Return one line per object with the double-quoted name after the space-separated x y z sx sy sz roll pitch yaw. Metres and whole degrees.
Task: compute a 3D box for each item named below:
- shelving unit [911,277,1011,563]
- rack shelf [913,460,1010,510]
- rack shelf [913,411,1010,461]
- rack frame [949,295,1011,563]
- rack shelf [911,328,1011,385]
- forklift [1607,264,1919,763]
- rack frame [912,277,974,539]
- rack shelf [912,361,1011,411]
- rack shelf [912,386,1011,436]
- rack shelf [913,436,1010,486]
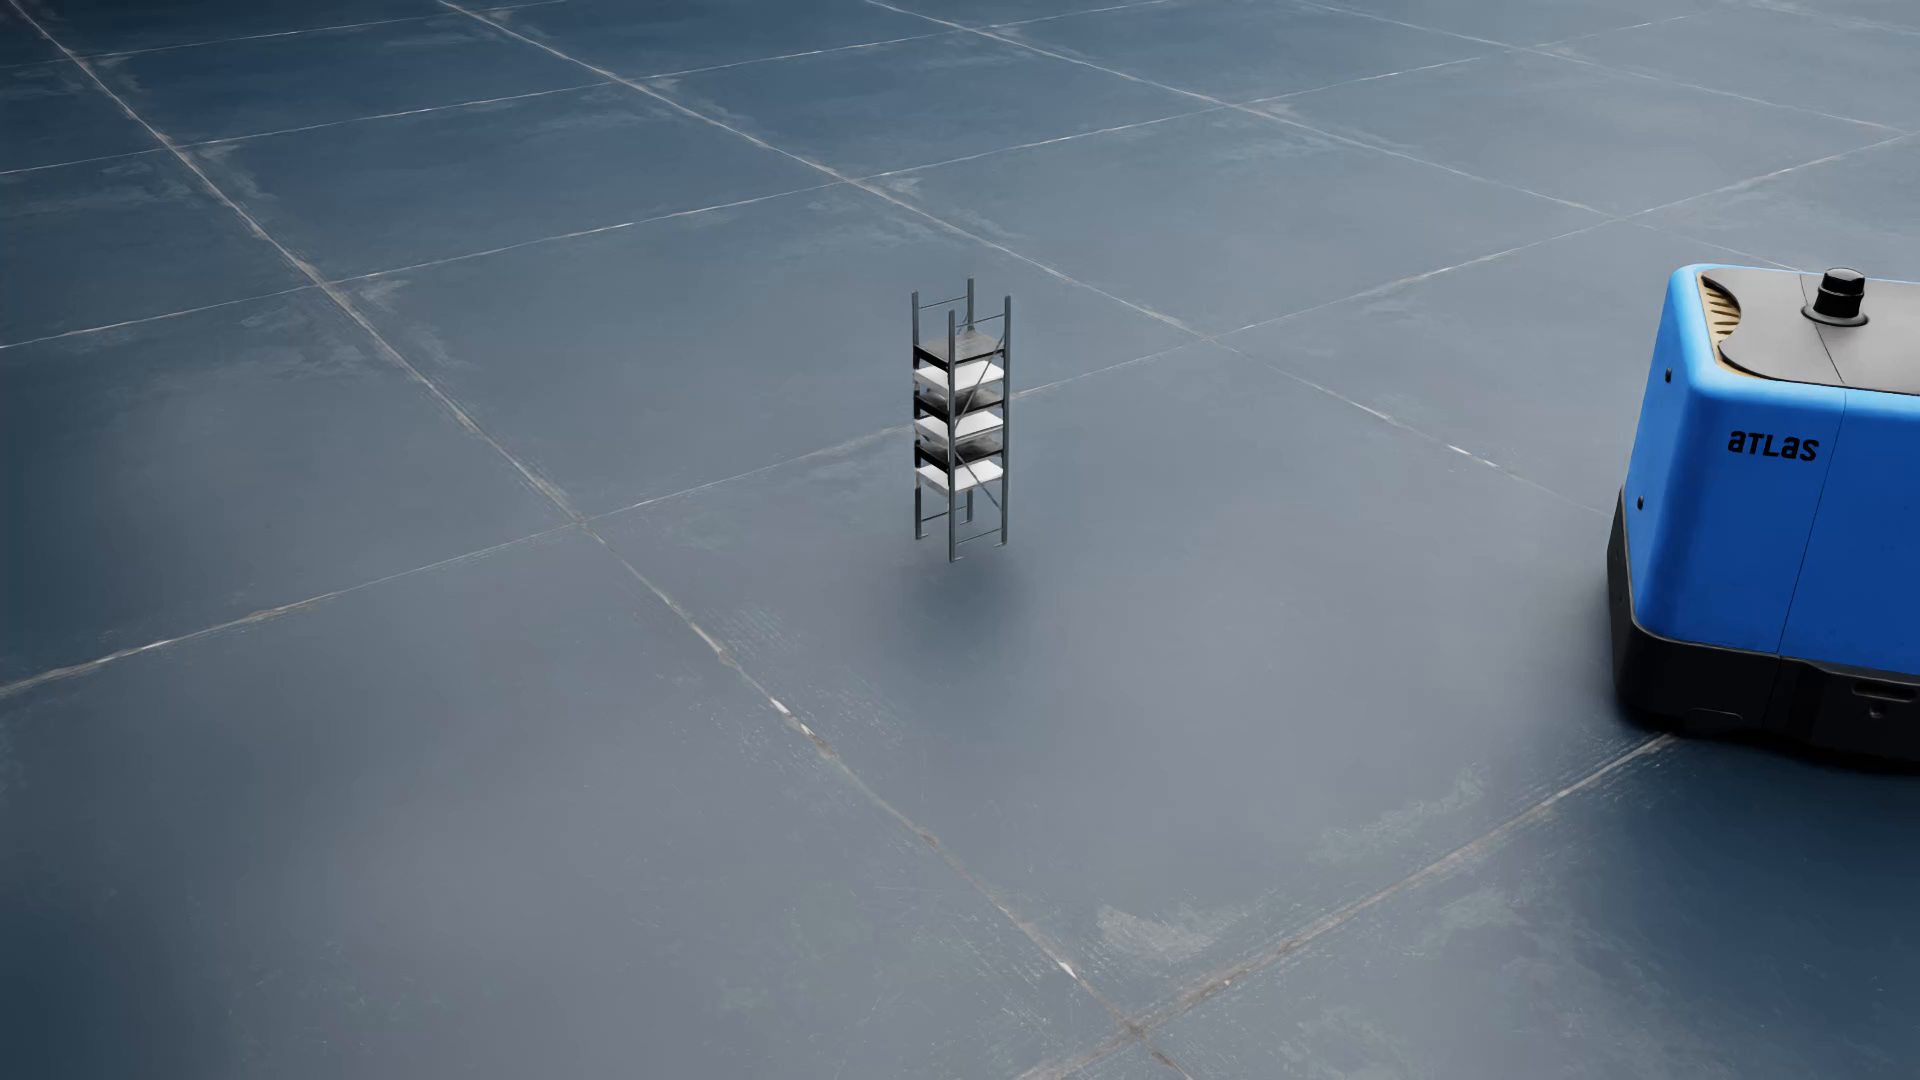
0.005 -0.392 5.529 0.258 0.900 0.210 -19 34 -31 "shelving unit"
0.005 -0.205 5.631 0.258 0.077 0.200 -19 34 -31 "rack shelf"
0.005 -0.363 5.545 0.258 0.077 0.200 -19 34 -31 "rack shelf"
0.064 -0.353 5.457 0.240 0.900 0.006 -19 34 -31 "rack frame"
0.005 -0.600 5.416 0.258 0.077 0.200 -19 34 -31 "rack shelf"
3.466 -0.773 4.102 3.031 2.935 1.130 8 30 15 "forklift"
-0.054 -0.432 5.602 0.240 0.900 0.006 -19 34 -31 "rack frame"
0.005 -0.521 5.459 0.258 0.077 0.200 -19 34 -31 "rack shelf"
0.005 -0.442 5.502 0.258 0.077 0.200 -19 34 -31 "rack shelf"
0.005 -0.284 5.588 0.258 0.077 0.200 -19 34 -31 "rack shelf"
